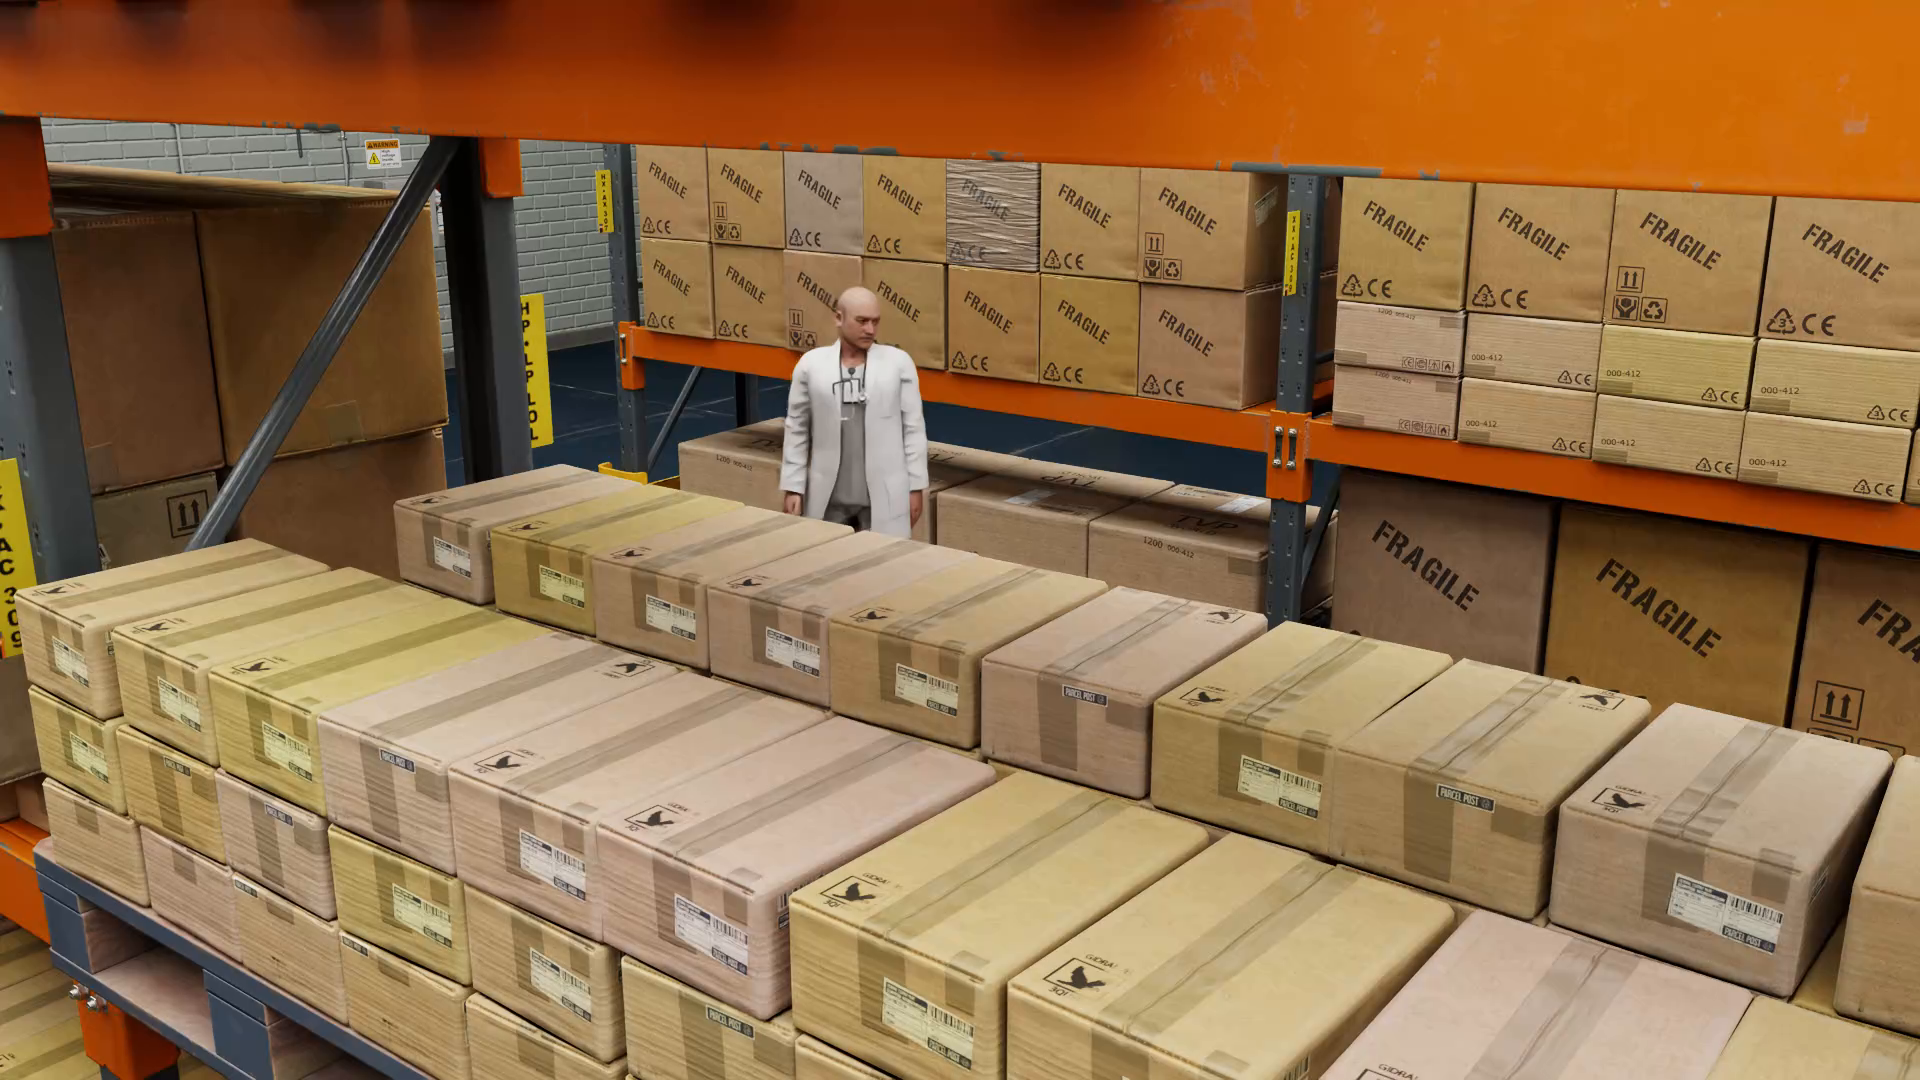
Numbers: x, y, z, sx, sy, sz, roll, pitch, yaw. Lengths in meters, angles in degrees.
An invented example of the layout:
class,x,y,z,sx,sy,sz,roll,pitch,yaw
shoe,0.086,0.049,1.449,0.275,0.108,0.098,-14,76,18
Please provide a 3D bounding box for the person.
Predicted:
class,x,y,z,sx,sy,sz,roll,pitch,yaw
person,-0.489,-0.204,7.177,0.703,1.778,0.440,2,16,6
